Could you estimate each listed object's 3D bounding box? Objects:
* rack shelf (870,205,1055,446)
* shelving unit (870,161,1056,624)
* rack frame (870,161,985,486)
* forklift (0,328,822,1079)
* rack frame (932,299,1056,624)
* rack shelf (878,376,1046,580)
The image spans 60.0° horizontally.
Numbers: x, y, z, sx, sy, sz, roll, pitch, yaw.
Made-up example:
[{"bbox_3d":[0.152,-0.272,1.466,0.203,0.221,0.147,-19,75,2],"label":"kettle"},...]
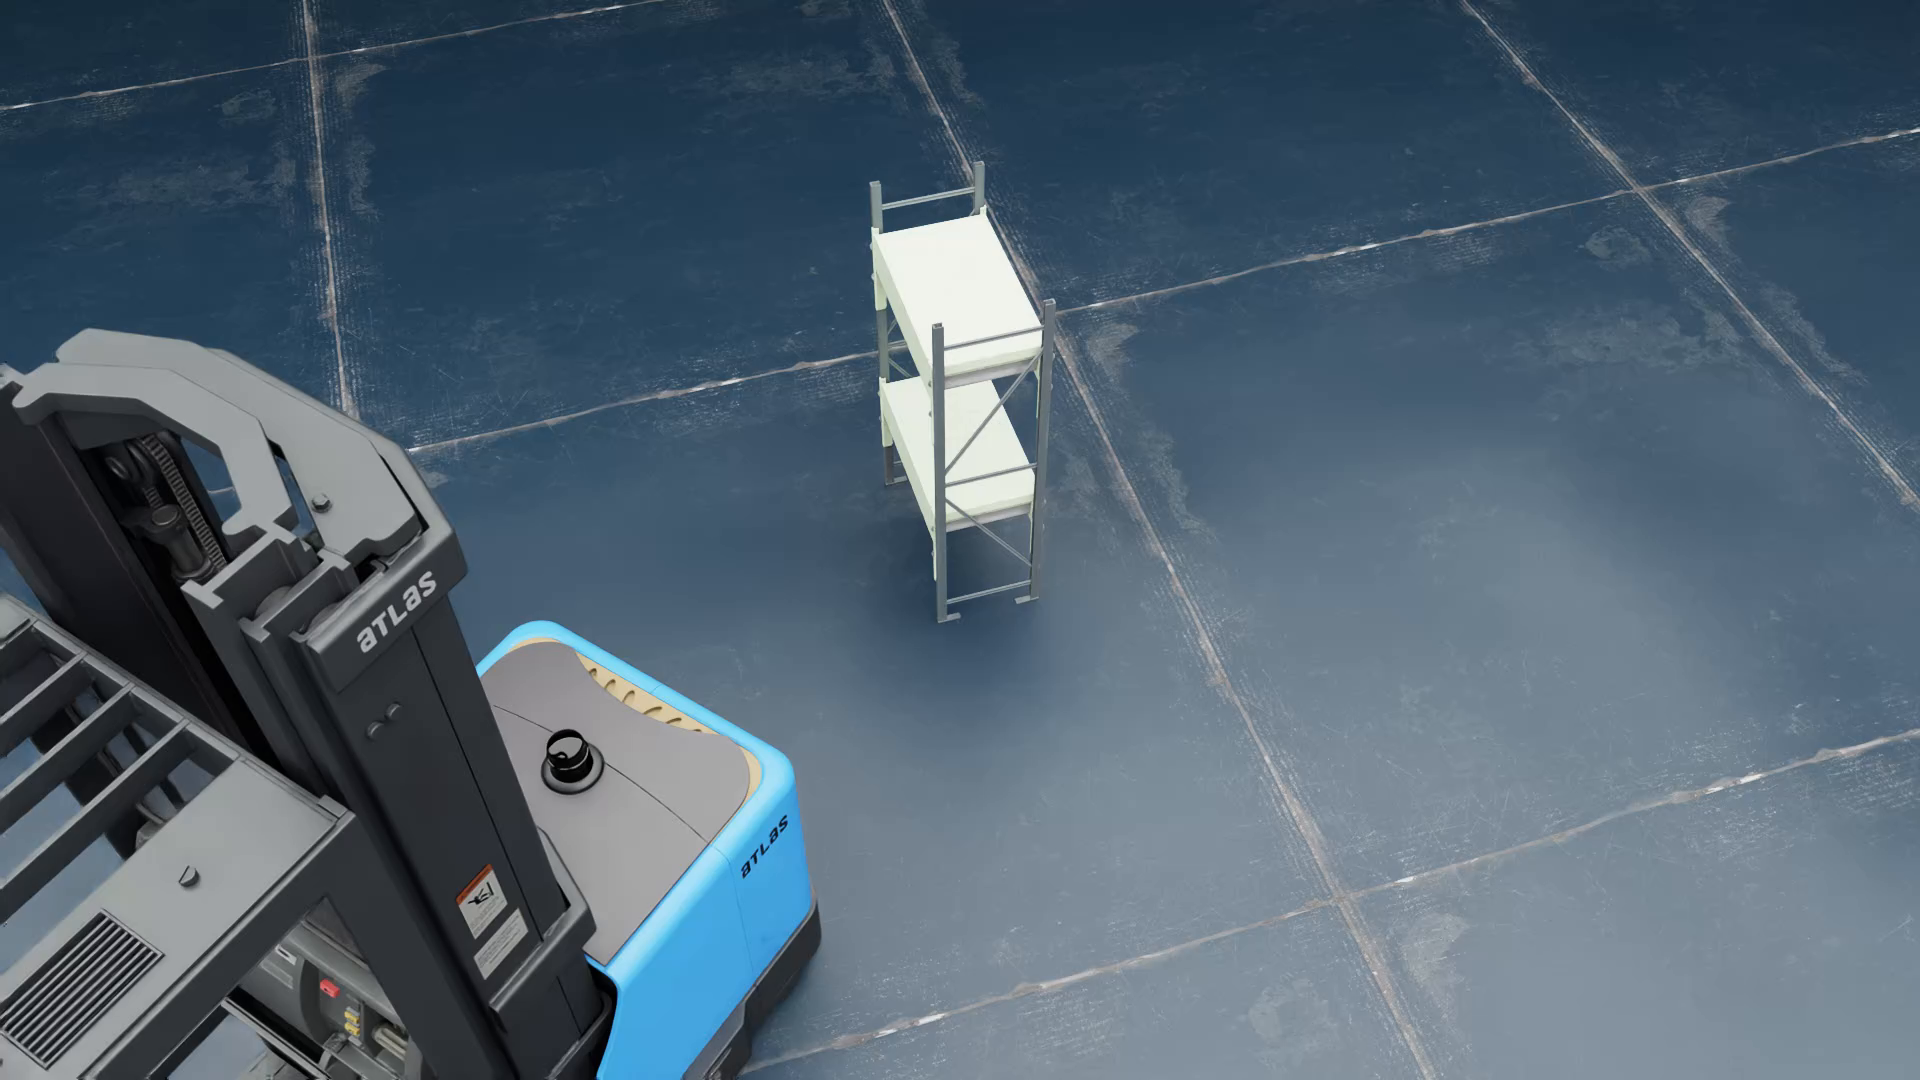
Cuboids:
[{"bbox_3d":[-0.002,-0.740,5.672,0.431,0.370,0.720,-13,51,-11],"label":"rack shelf"},{"bbox_3d":[-0.002,-0.488,5.970,0.431,1.500,0.755,-13,51,-11],"label":"shelving unit"},{"bbox_3d":[-0.110,-0.756,6.196,0.400,1.500,0.023,-13,51,-11],"label":"rack frame"},{"bbox_3d":[-1.668,1.111,3.686,1.130,2.935,3.031,26,55,20],"label":"forklift"},{"bbox_3d":[0.106,-0.221,5.745,0.400,1.500,0.023,-13,51,-11],"label":"rack frame"},{"bbox_3d":[-0.002,-0.278,6.220,0.431,0.370,0.720,-13,51,-11],"label":"rack shelf"}]
